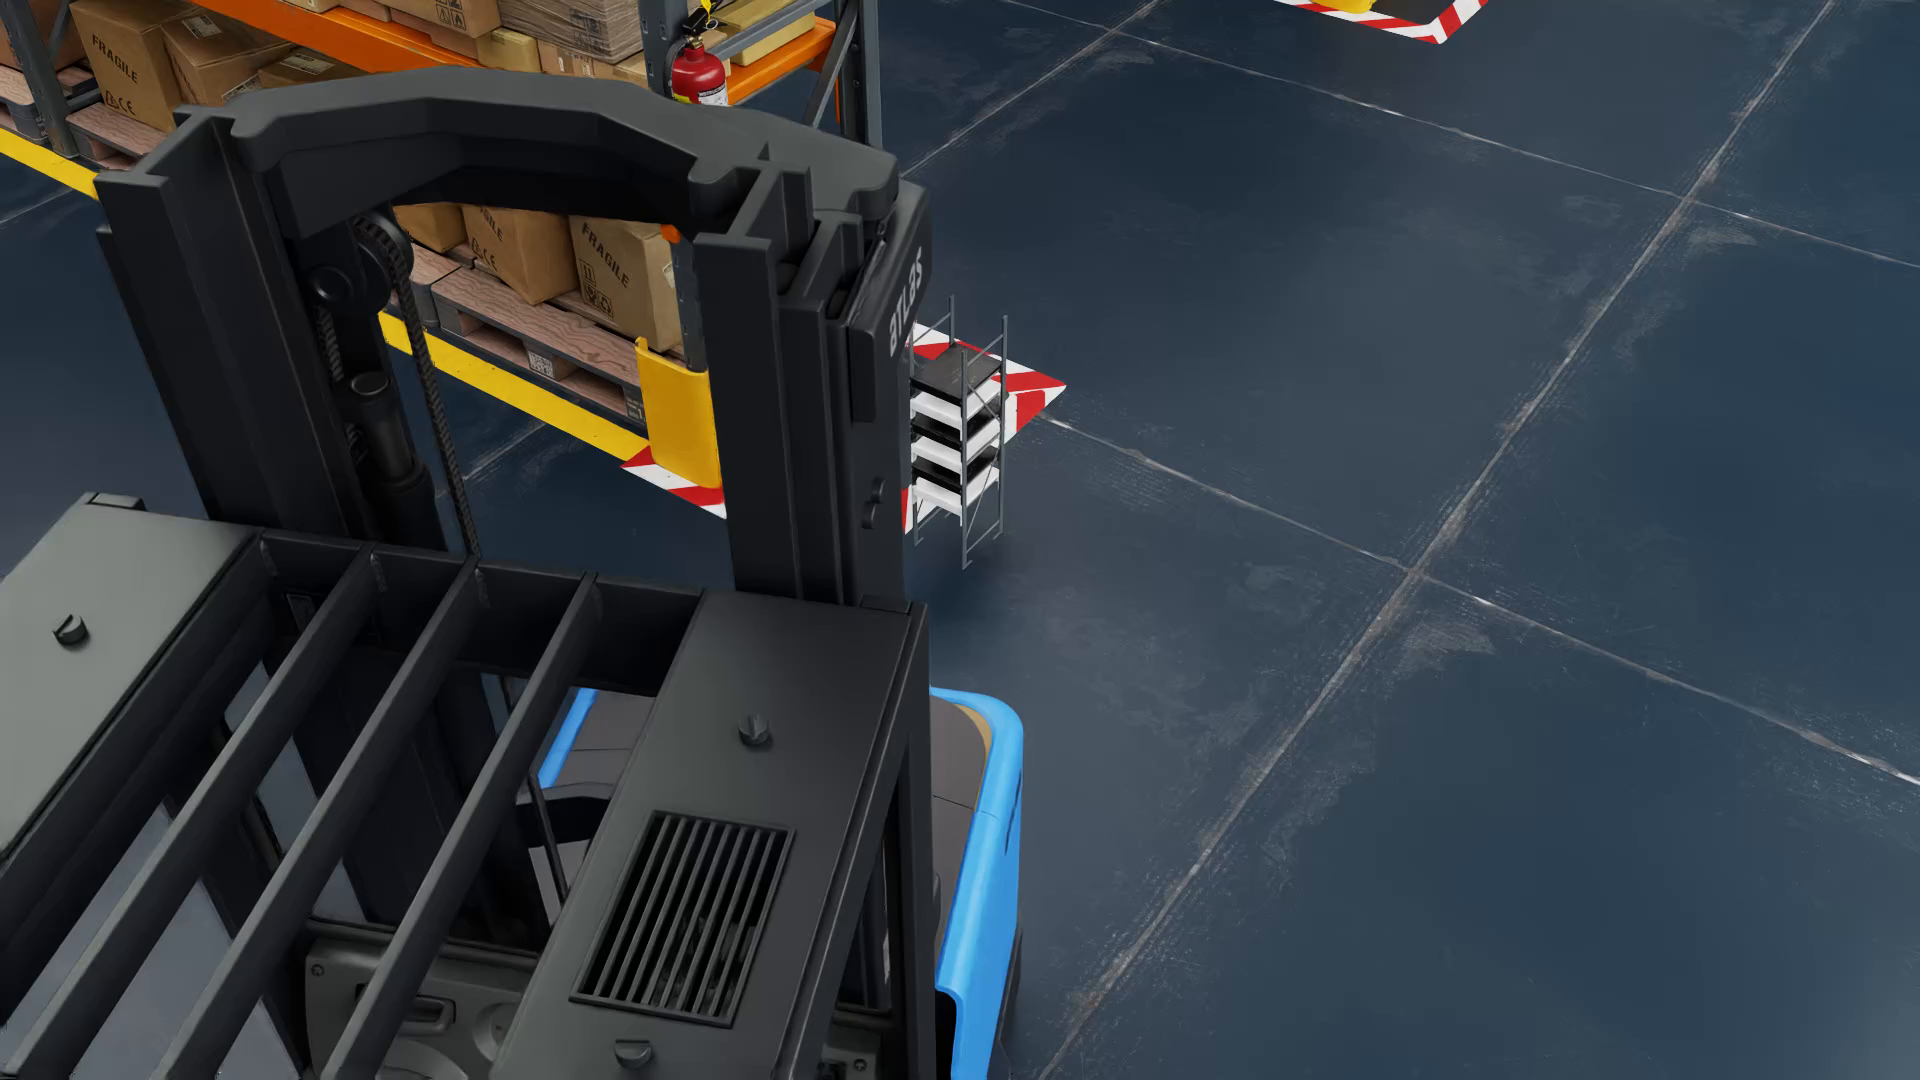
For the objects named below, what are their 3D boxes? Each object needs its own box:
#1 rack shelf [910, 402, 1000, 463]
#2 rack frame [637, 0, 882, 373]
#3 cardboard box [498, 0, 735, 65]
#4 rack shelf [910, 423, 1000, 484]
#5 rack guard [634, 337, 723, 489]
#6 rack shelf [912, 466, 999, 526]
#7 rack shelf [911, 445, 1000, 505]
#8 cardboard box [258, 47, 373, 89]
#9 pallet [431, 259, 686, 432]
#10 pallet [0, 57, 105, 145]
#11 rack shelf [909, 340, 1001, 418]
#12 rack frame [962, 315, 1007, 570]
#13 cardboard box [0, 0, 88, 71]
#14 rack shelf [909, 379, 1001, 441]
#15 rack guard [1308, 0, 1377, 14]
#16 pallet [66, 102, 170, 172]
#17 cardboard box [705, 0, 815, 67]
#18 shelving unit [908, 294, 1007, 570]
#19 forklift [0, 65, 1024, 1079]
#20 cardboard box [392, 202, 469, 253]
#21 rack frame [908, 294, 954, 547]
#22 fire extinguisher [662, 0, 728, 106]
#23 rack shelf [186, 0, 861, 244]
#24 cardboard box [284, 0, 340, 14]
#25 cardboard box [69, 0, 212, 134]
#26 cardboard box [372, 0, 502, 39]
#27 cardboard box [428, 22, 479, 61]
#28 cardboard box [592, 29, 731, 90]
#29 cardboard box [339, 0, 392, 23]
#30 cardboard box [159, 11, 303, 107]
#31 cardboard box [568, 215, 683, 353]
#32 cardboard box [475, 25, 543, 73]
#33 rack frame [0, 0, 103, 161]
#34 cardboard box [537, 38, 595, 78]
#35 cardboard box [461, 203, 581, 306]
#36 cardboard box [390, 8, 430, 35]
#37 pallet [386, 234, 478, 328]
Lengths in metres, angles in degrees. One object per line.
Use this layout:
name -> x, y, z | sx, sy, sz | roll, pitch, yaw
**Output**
rack shelf -> -0.007, -0.381, 5.416 | 0.200, 0.077, 0.258 | 25, 48, 25
rack frame -> -0.615, -1.640, 5.333 | 0.127, 3.000, 1.000 | 25, 48, 25
cardboard box -> -1.050, -2.014, 5.453 | 0.500, 0.500, 0.875 | 25, 48, 25
rack shelf -> -0.007, -0.314, 5.476 | 0.200, 0.077, 0.258 | 25, 48, 25
rack guard -> -0.677, -0.738, 6.199 | 0.348, 0.500, 1.175 | 25, 48, 25
rack shelf -> -0.007, -0.179, 5.596 | 0.200, 0.077, 0.258 | 25, 48, 25
rack shelf -> -0.007, -0.247, 5.536 | 0.200, 0.077, 0.258 | 25, 48, 25
cardboard box -> -2.559, -1.812, 7.085 | 0.500, 0.500, 0.500 | 21, 46, 22
pallet -> -1.322, -0.960, 6.665 | 1.213, 0.211, 1.003 | 25, 48, 25
pallet -> -4.528, -2.430, 8.307 | 1.213, 0.211, 1.003 | 25, 48, 25
rack shelf -> -0.007, -0.515, 5.296 | 0.200, 0.077, 0.258 | 25, 48, 25
rack frame -> 0.077, -0.300, 5.410 | 0.006, 0.900, 0.240 | 25, 48, 25
cardboard box -> -4.380, -2.651, 8.008 | 0.500, 0.500, 0.700 | 22, 46, 22
rack shelf -> -0.007, -0.448, 5.356 | 0.200, 0.077, 0.258 | 25, 48, 25
rack guard -> 2.335, -3.369, 9.140 | 0.348, 0.500, 1.175 | 25, 48, 25
pallet -> -3.320, -1.895, 7.709 | 1.213, 0.211, 1.003 | 25, 48, 25
cardboard box -> -0.712, -1.786, 5.685 | 0.250, 0.149, 0.380 | 25, 48, 25
shelving unit -> -0.007, -0.338, 5.453 | 0.210, 0.900, 0.258 | 25, 48, 25
forklift -> -0.626, 0.970, 2.468 | 1.130, 2.935, 3.031 | 7, 42, 8
cardboard box -> -2.128, -1.574, 6.819 | 0.500, 0.500, 0.500 | 30, 50, 29
rack frame -> -0.090, -0.377, 5.497 | 0.006, 0.900, 0.240 | 25, 48, 25
fire extinguisher -> -0.786, -1.316, 5.029 | 0.183, 0.674, 0.296 | 25, 48, 25
rack shelf -> -2.253, -2.138, 6.429 | 4.000, 0.370, 1.077 | 25, 48, 25
cardboard box -> -2.255, -2.060, 5.991 | 0.250, 0.149, 0.380 | 25, 48, 25
cardboard box -> -3.586, -2.222, 7.543 | 0.500, 0.500, 0.500 | 24, 47, 24
cardboard box -> -1.528, -2.140, 5.594 | 0.500, 0.500, 0.875 | 25, 48, 25
cardboard box -> -1.601, -1.811, 5.713 | 0.250, 0.149, 0.380 | 25, 48, 25
cardboard box -> -0.967, -1.543, 5.413 | 0.250, 0.149, 0.380 | 25, 48, 25
cardboard box -> -2.000, -2.013, 5.938 | 0.250, 0.149, 0.380 | 25, 48, 25
cardboard box -> -3.112, -2.006, 7.303 | 0.500, 0.500, 0.500 | -26, 48, -26
cardboard box -> -1.117, -1.113, 6.304 | 0.500, 0.500, 0.500 | -33, 51, -31
cardboard box -> -1.406, -1.707, 5.596 | 0.250, 0.149, 0.380 | 25, 48, 25
rack frame -> -3.890, -3.172, 7.045 | 0.127, 3.000, 1.000 | 25, 48, 25
cardboard box -> -1.171, -1.639, 5.521 | 0.250, 0.149, 0.380 | 25, 48, 25
cardboard box -> -1.626, -1.323, 6.539 | 0.500, 0.500, 0.500 | -29, 49, -28
cardboard box -> -1.782, -1.929, 5.845 | 0.250, 0.149, 0.380 | 25, 48, 25
pallet -> -2.317, -1.428, 7.187 | 1.213, 0.211, 1.003 | 25, 48, 25
